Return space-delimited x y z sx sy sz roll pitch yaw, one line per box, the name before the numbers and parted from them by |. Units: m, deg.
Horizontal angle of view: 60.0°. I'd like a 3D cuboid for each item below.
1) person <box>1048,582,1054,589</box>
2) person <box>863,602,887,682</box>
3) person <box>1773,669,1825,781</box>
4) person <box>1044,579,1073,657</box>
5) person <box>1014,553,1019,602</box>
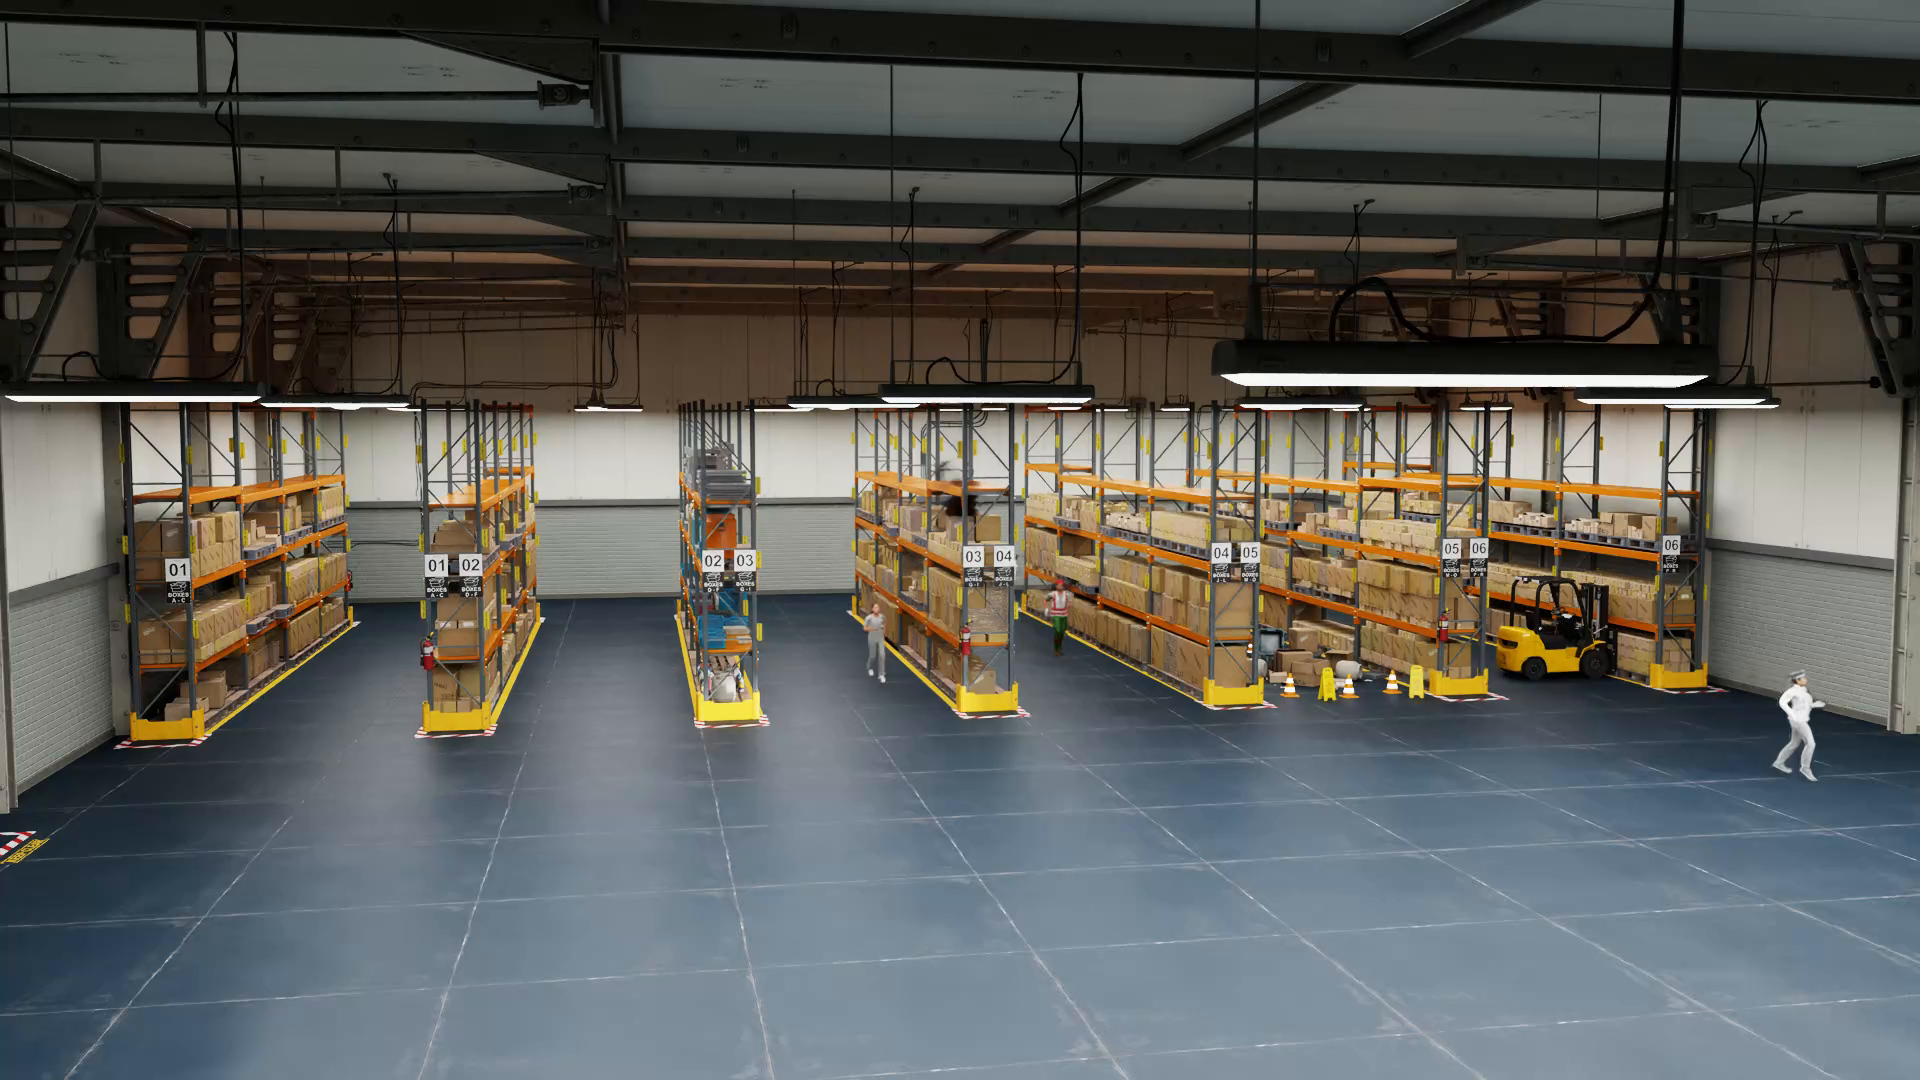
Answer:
person | 2.889 1.154 50.027 0.697 1.643 0.583 -1 4 -12
person | -1.809 2.168 35.733 0.565 1.673 0.951 -1 5 -19
person | 13.214 2.900 26.203 0.709 1.753 0.593 3 5 35
person | 2.357 1.852 39.477 0.643 1.844 0.769 -1 4 -16
person | 1.488 1.153 49.877 0.567 1.639 0.718 0 4 -1
